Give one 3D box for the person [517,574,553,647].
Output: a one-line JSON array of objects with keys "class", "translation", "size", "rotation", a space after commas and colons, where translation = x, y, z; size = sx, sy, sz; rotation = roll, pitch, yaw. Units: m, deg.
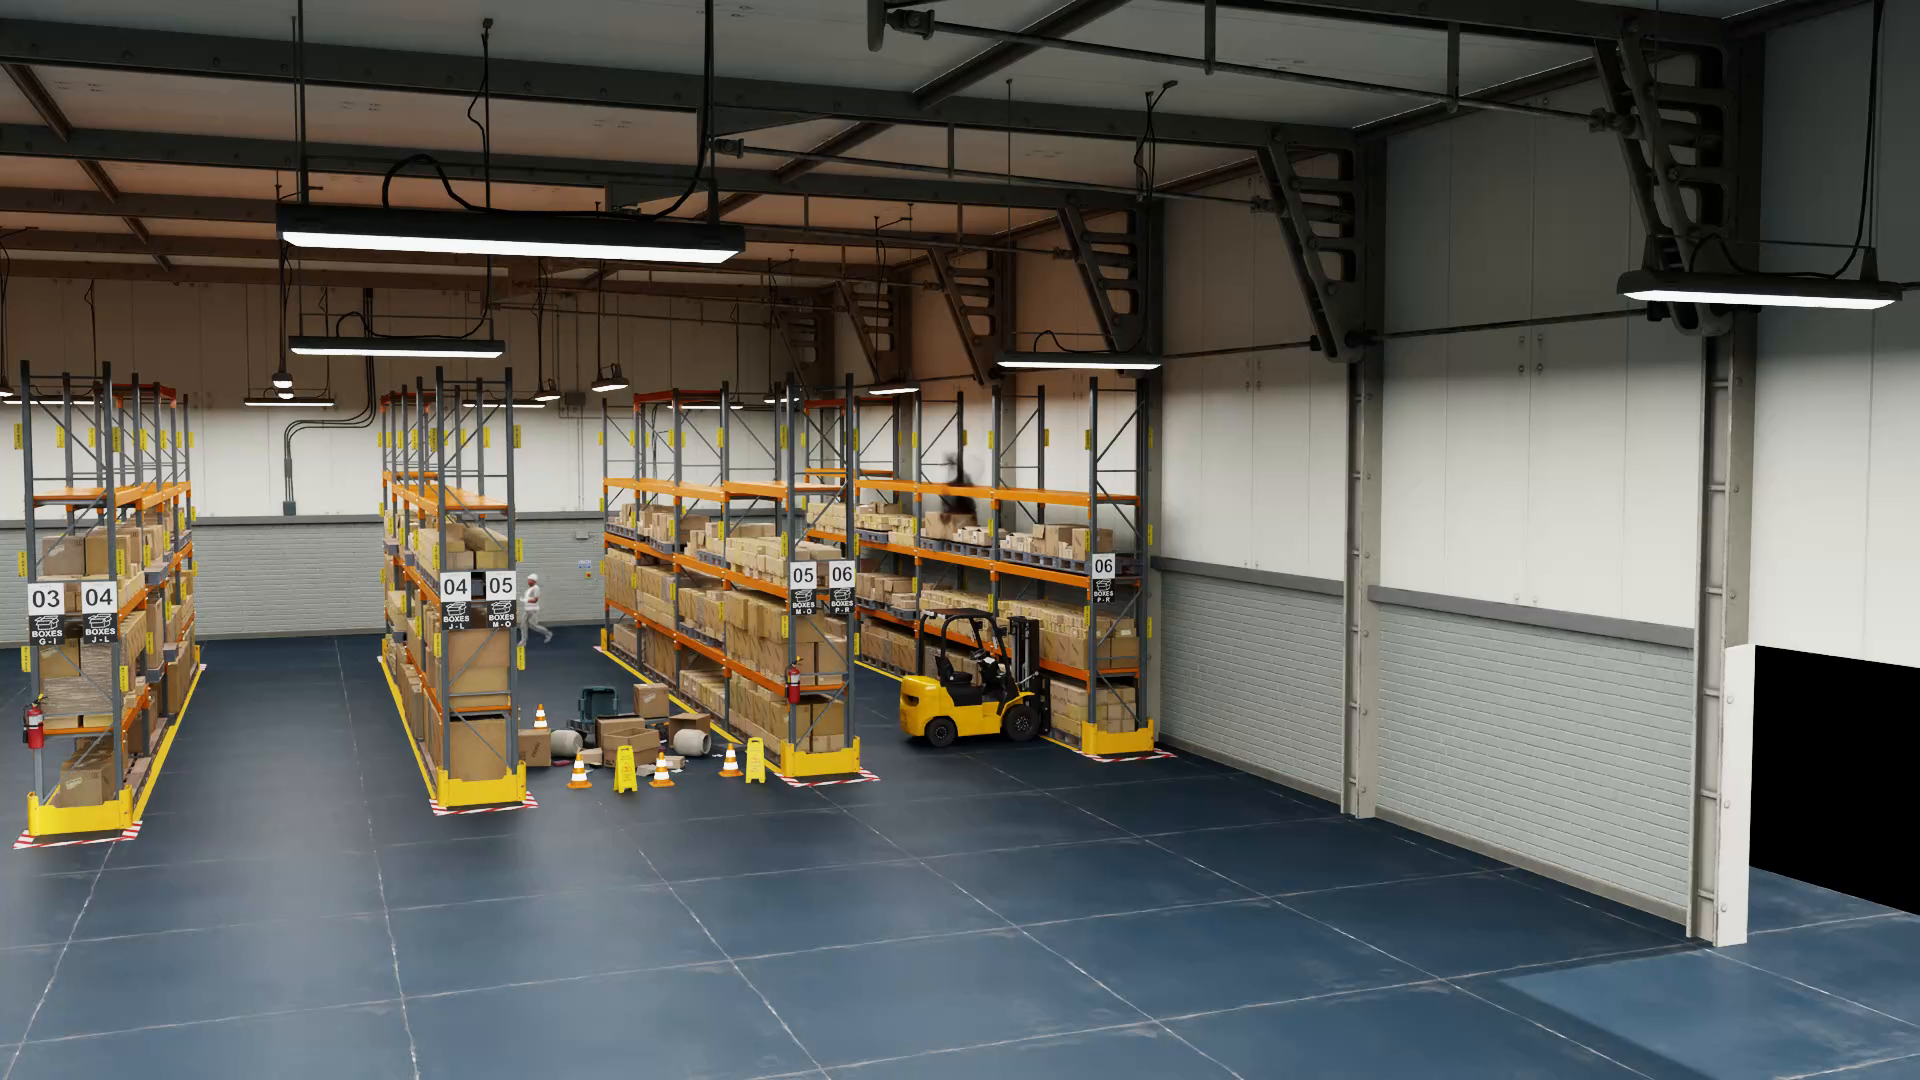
[{"class": "person", "translation": [-10.319, 1.700, 40.146], "size": [0.941, 1.763, 0.696], "rotation": [-2, 4, -29]}]
